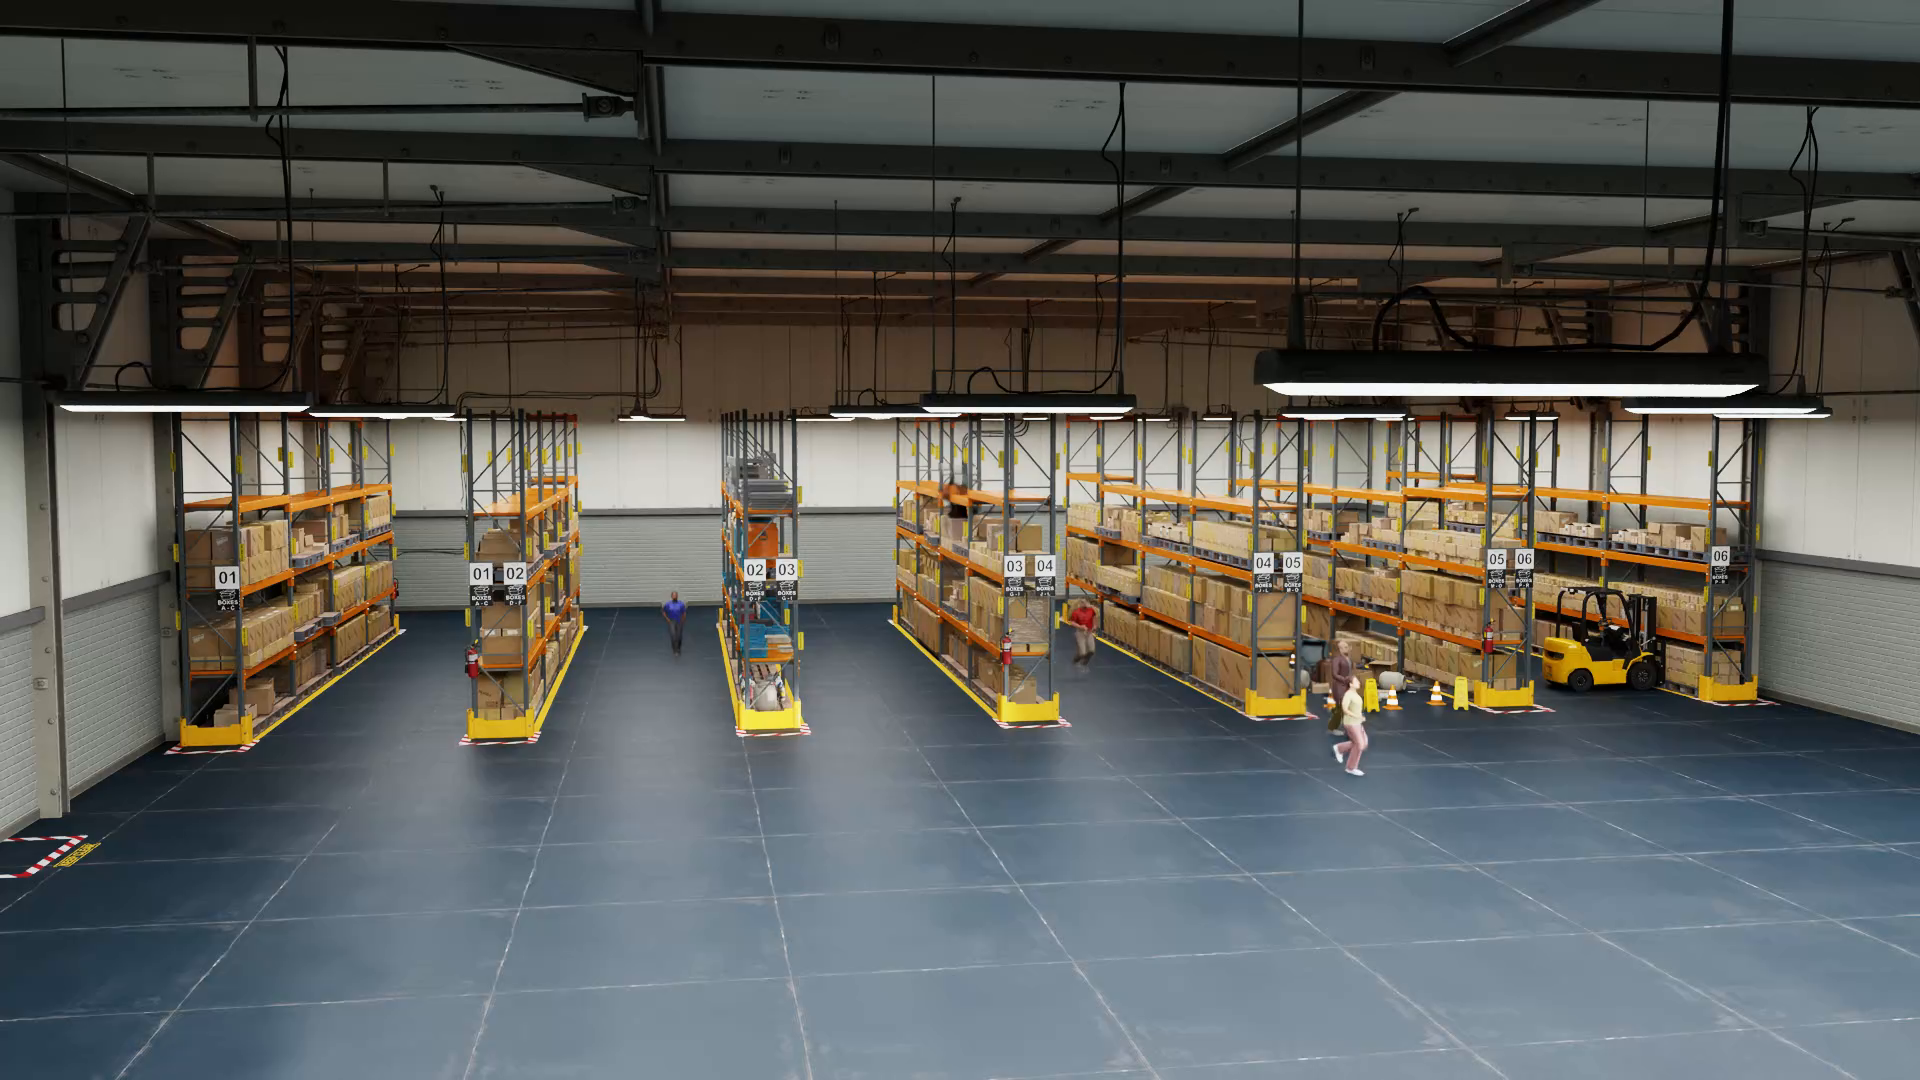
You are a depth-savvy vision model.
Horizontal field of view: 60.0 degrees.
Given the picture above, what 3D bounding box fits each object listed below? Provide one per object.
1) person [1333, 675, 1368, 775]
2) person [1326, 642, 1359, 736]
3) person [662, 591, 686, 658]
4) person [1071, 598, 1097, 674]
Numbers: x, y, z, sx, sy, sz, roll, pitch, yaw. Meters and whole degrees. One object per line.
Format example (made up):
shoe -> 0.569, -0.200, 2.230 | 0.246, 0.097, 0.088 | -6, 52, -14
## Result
person -> 6.393, 3.017, 27.245 | 0.578, 1.633, 0.610 | 2, 5, 28
person -> 7.073, 2.727, 30.566 | 0.690, 1.737, 0.747 | 4, 5, 43
person -> -7.016, 2.070, 40.865 | 0.587, 1.615, 0.561 | -1, 4, -14
person -> 2.793, 2.148, 37.155 | 0.691, 1.731, 0.809 | -1, 4, -15
